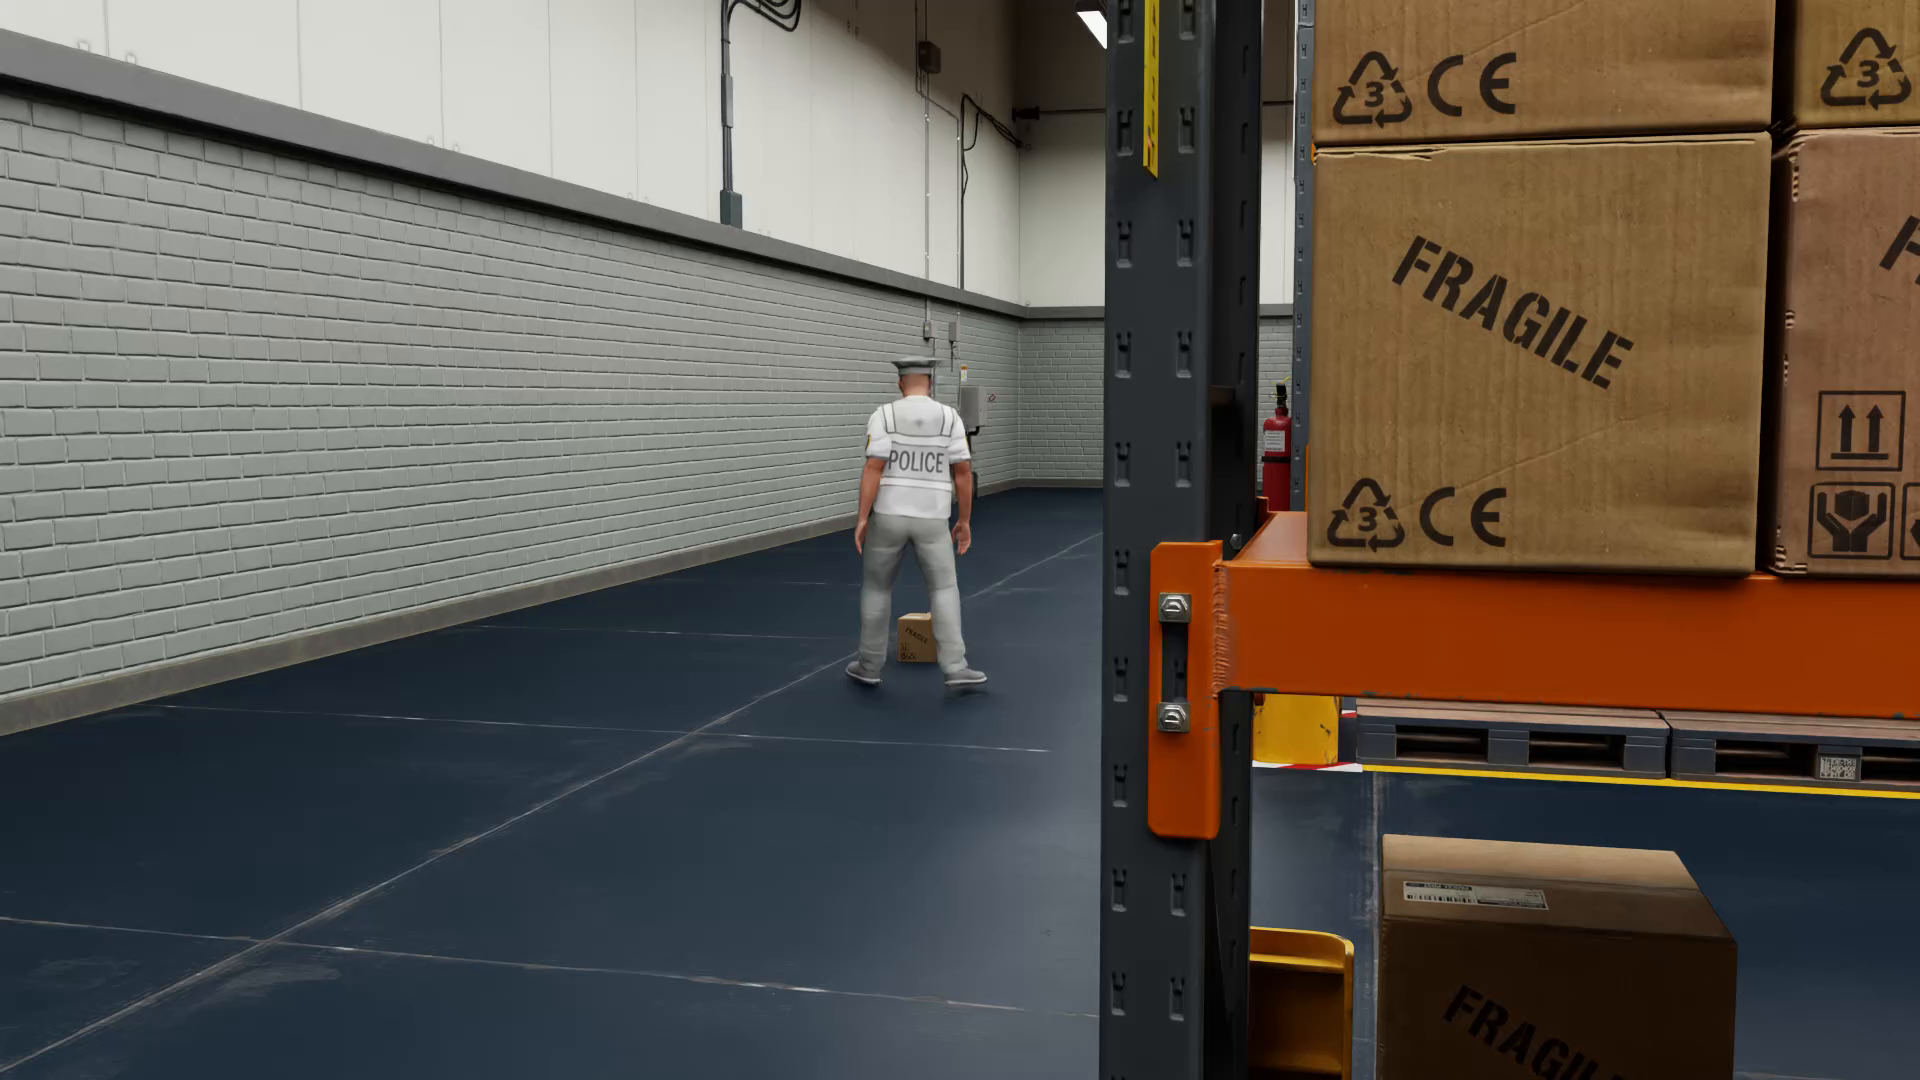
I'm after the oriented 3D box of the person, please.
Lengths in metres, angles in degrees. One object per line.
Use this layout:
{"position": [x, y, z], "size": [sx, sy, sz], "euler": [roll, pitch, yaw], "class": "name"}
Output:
{"position": [-0.232, -0.101, 8.669], "size": [0.686, 1.725, 0.709], "euler": [-1, 5, -9], "class": "person"}
